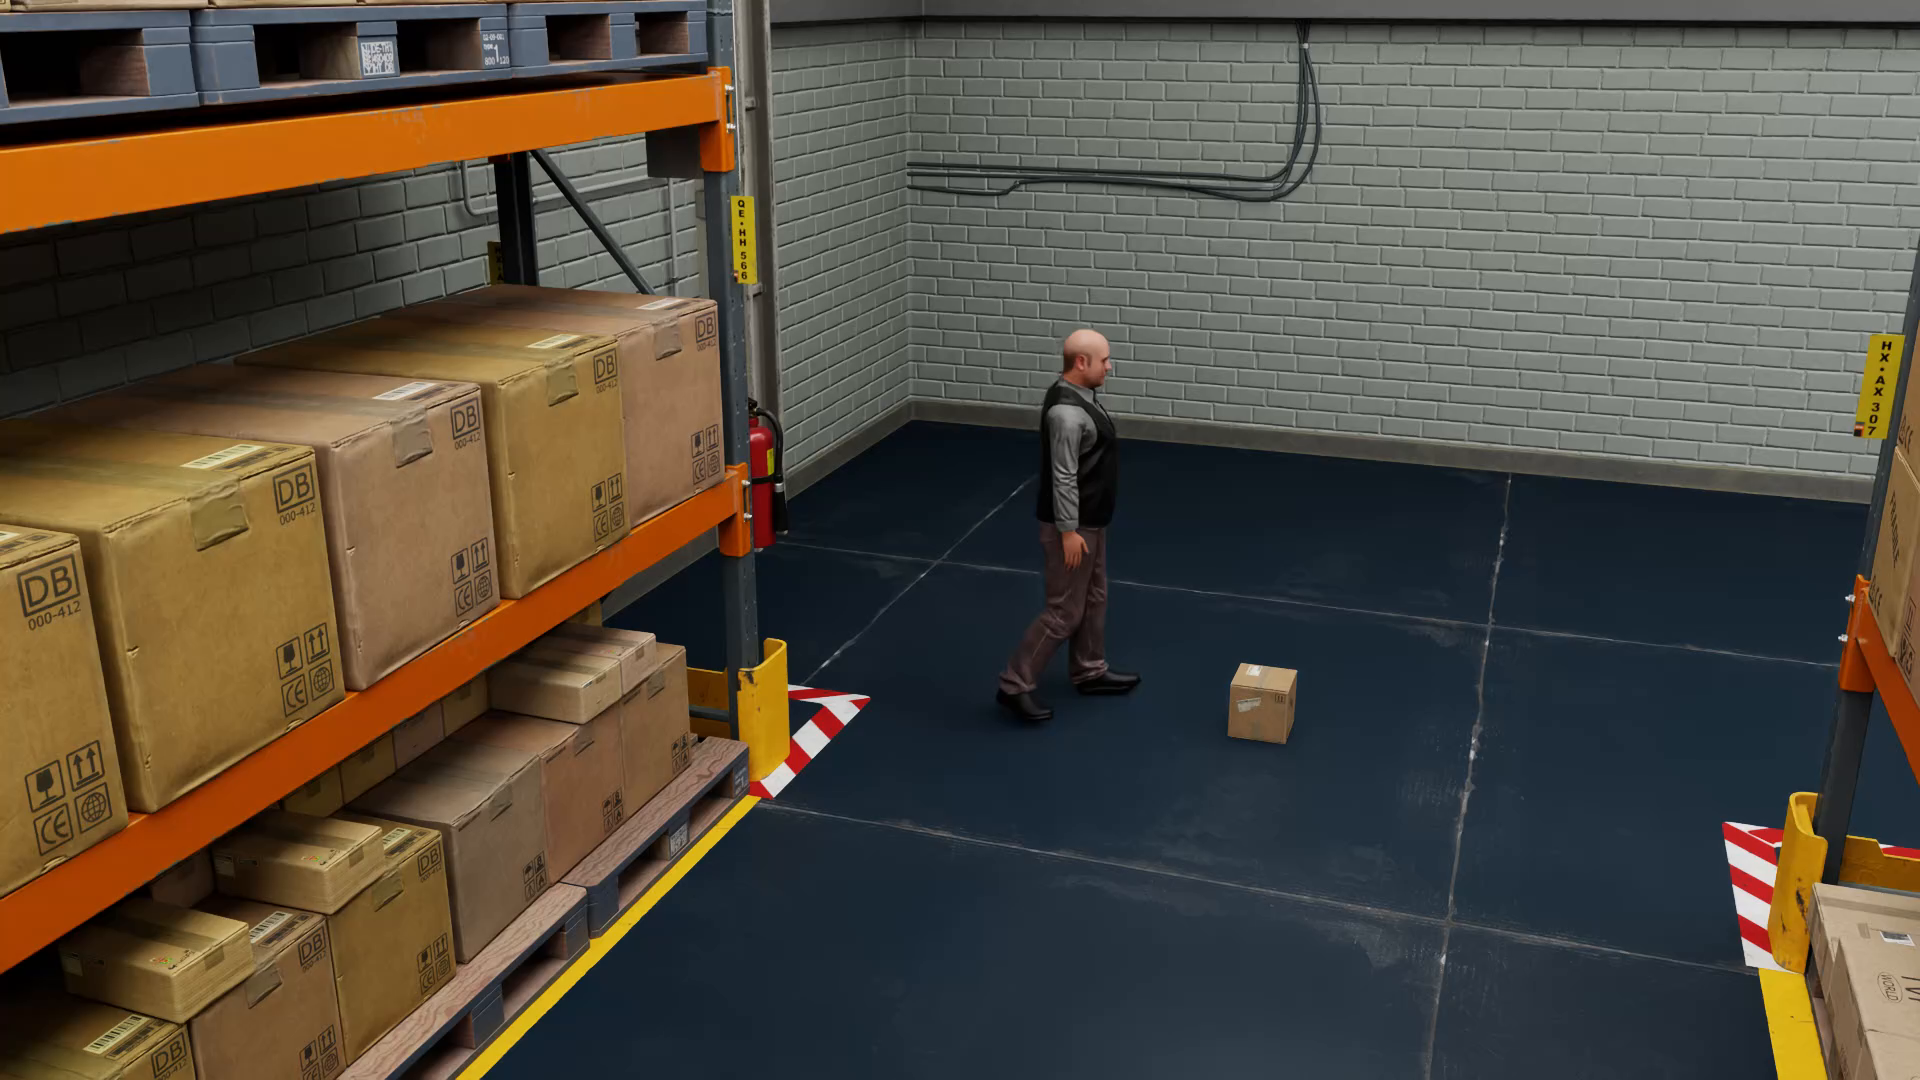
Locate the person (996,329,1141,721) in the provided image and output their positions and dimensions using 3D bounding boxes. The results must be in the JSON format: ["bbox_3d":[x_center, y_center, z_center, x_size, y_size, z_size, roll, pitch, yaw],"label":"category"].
[{"bbox_3d":[0.498,-0.073,7.309,0.644,1.721,0.593,2,19,7],"label":"person"}]
